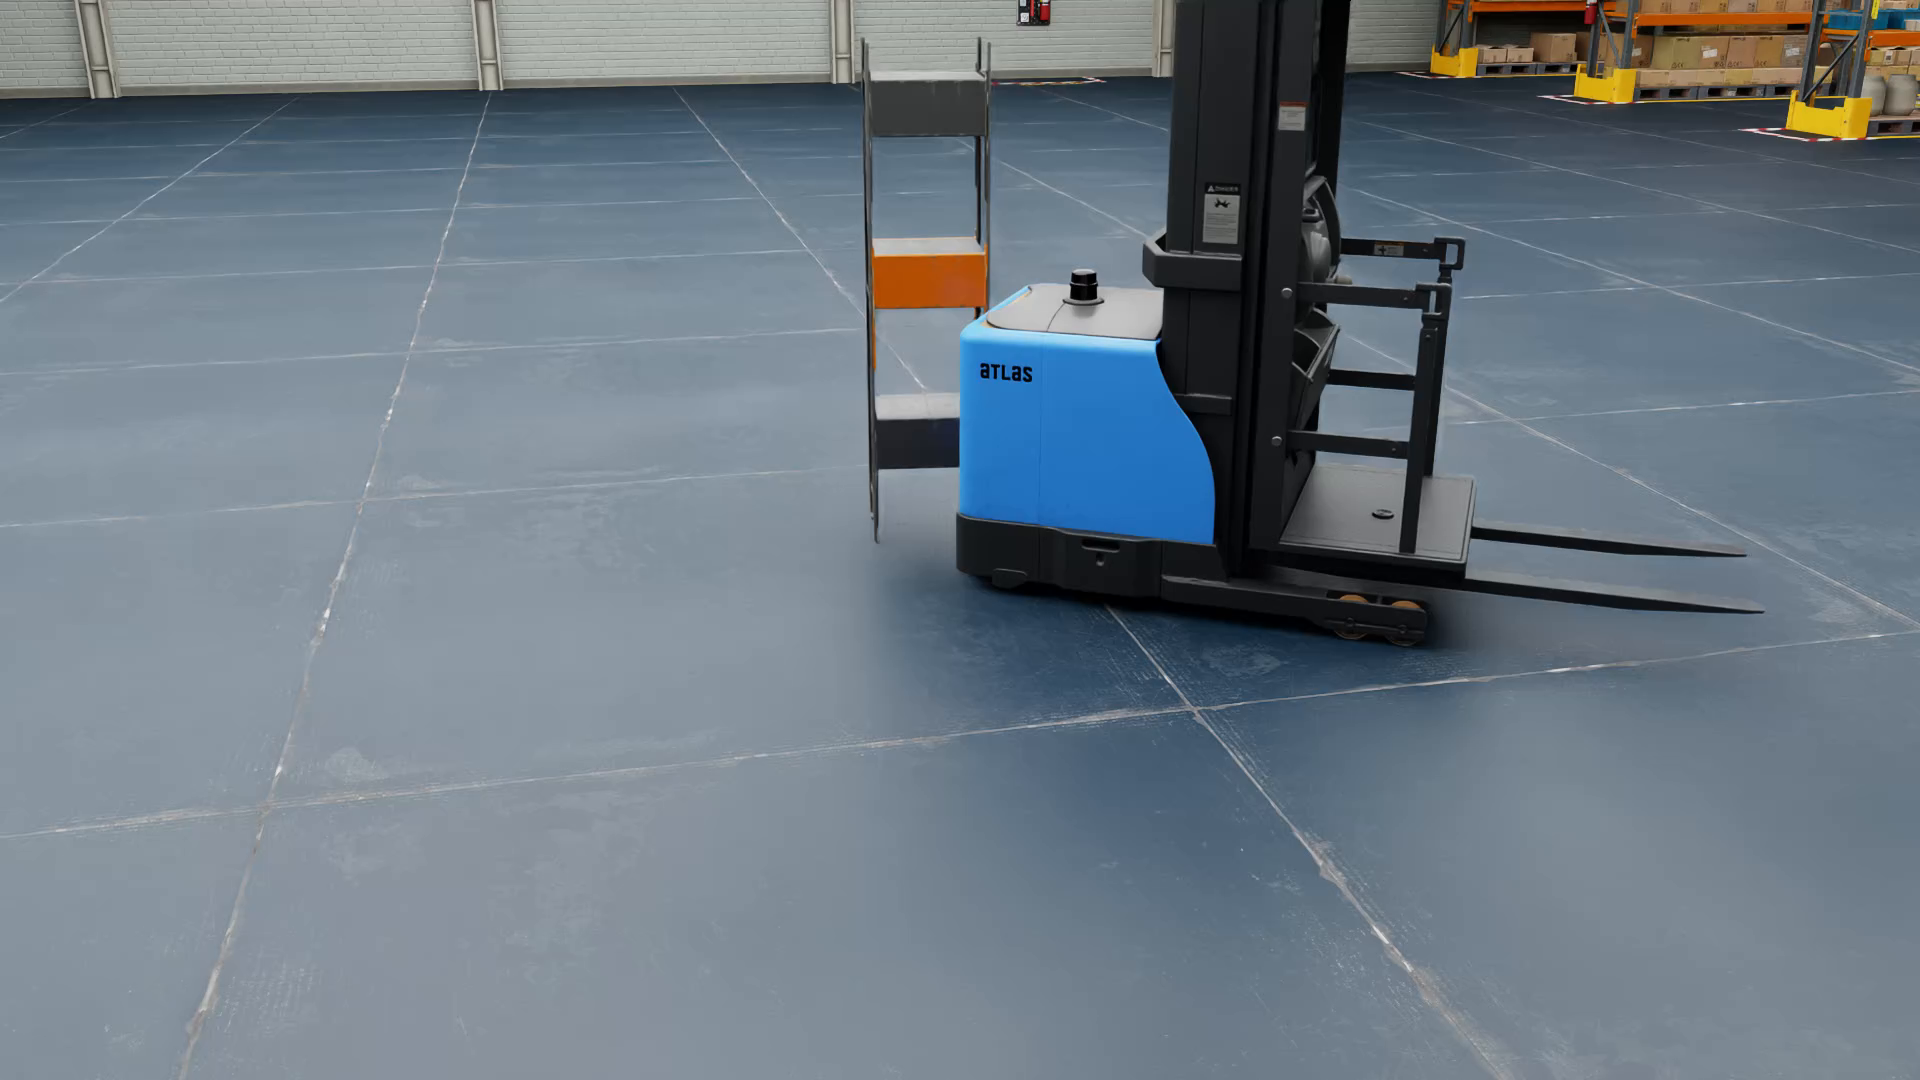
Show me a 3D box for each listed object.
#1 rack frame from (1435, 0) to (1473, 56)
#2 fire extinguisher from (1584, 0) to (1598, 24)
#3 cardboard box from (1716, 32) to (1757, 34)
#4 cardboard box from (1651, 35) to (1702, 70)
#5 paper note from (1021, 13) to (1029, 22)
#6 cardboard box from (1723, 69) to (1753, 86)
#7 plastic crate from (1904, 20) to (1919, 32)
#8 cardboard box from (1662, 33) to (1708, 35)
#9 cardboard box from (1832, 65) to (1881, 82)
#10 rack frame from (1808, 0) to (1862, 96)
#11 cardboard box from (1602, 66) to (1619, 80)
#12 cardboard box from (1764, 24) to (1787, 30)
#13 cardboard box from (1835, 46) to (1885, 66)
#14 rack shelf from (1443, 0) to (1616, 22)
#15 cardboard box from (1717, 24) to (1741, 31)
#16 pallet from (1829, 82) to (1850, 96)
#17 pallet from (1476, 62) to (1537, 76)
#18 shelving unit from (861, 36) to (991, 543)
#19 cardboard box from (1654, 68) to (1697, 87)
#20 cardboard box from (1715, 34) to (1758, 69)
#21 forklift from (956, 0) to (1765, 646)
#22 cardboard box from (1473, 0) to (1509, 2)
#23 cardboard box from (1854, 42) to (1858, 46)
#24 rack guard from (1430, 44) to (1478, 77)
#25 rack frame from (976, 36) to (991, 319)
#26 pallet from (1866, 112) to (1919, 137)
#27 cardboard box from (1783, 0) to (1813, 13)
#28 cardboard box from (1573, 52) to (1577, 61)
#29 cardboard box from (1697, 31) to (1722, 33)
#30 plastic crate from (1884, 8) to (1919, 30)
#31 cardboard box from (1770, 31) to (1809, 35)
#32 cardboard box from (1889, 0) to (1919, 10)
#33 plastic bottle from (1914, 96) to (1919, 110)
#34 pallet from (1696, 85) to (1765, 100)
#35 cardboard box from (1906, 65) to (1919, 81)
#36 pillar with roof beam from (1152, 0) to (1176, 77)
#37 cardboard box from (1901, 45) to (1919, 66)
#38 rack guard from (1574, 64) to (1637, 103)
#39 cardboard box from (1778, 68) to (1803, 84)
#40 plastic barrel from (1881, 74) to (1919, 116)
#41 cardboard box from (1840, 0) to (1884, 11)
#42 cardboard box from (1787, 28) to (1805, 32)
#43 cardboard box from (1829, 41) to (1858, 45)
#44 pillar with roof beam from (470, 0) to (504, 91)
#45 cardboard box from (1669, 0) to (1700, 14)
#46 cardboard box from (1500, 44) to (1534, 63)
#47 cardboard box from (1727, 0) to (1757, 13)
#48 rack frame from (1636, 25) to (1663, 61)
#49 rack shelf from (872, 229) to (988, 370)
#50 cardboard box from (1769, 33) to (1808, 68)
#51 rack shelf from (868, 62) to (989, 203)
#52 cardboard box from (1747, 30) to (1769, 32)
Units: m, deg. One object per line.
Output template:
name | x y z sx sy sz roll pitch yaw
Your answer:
rack frame | 9.123 -10.099 30.523 0.127 3.000 1.000 -5 21 -12
fire extinguisher | 10.044 -8.551 26.409 0.183 0.674 0.296 -5 21 -12
cardboard box | 12.662 -8.005 27.102 0.500 0.500 0.500 -5 21 -12
cardboard box | 11.325 -7.707 26.291 0.500 0.500 0.500 -5 21 -12
paper note | 1.164 -9.382 29.845 0.142 0.148 0.016 -5 21 -12
cardboard box | 12.299 -7.433 26.633 0.500 0.250 0.500 -5 21 -12
plastic crate | 12.347 -6.622 21.414 0.250 0.136 0.298 -5 21 -12
cardboard box | 11.689 -7.925 26.886 0.500 0.500 0.500 -5 21 -12
cardboard box | 14.608 -7.613 27.123 0.500 0.250 0.500 -5 21 -14
rack frame | 14.159 -8.758 26.861 0.127 3.000 1.000 -5 21 -12
cardboard box | 10.720 -7.488 26.783 0.500 0.250 0.500 -5 21 -12
cardboard box | 15.650 -10.018 32.207 0.500 0.250 0.500 -4 21 -11
cardboard box | 14.618 -7.876 27.027 0.500 0.311 0.500 -5 21 -12
rack shelf | 11.069 -9.919 31.078 4.000 0.370 1.077 -5 21 -12
cardboard box | 14.661 -9.943 32.001 0.500 0.250 0.500 -5 21 -14
pallet | 14.867 -7.520 27.536 1.213 0.211 1.003 -5 21 -12
pallet | 9.995 -8.848 31.162 1.213 0.211 1.003 -5 21 -12
shelving unit | -0.144 -1.050 7.129 0.503 2.100 0.431 -2 20 -5
cardboard box | 11.325 -7.356 26.421 0.500 0.250 0.500 -5 21 -12
cardboard box | 12.299 -7.785 26.503 0.500 0.500 0.500 -5 21 -12
forklift | 1.559 -1.184 6.286 3.031 2.935 1.130 7 21 17
cardboard box | 9.670 -9.970 30.360 0.500 0.250 0.500 -5 21 -14
cardboard box | 14.992 -8.098 27.633 0.500 0.311 0.500 -4 21 -11
rack guard | 9.196 -8.931 30.969 0.348 0.500 1.175 -5 21 -12
rack frame | 0.099 -1.058 7.151 0.015 2.100 0.400 -2 20 -5
pallet | 12.257 -5.558 22.179 1.213 0.211 1.003 -5 21 -12
cardboard box | 13.217 -8.723 26.622 0.500 0.500 0.700 -5 21 -13
cardboard box | 11.454 -9.164 31.474 0.250 0.149 0.380 -6 21 -17
cardboard box | 14.219 -9.570 32.073 0.500 0.500 0.700 -5 21 -14
plastic crate | 12.454 -6.902 22.012 0.408 0.251 0.499 -5 21 -12
cardboard box | 13.635 -8.084 27.319 0.500 0.500 0.500 -5 21 -12
cardboard box | 15.423 -8.902 27.109 0.500 0.500 0.500 -3 20 -9
plastic bottle | 13.089 -5.967 22.673 0.097 0.201 0.097 0 20 0
pallet | 12.186 -7.302 26.940 1.213 0.211 1.003 -5 21 -12
cardboard box | 15.609 -7.695 27.346 0.500 0.250 0.500 -5 21 -14
pillar with roof beam | 4.756 -11.345 25.202 0.400 9.000 9.100 -5 21 -12
cardboard box | 15.610 -7.956 27.243 0.500 0.311 0.500 -5 21 -14
rack guard | 10.243 -7.265 26.422 0.348 0.500 1.175 -5 21 -12
cardboard box | 13.269 -7.518 26.863 0.500 0.250 0.500 -5 21 -12
plastic barrel | 12.513 -5.929 22.146 0.421 0.512 0.421 0 20 0
cardboard box | 14.628 -8.741 27.033 0.500 0.250 0.500 -3 20 -9
cardboard box | 16.219 -9.690 32.402 0.500 0.500 0.700 -4 21 -12
cardboard box | 17.654 -9.934 32.588 0.750 0.750 0.750 -5 21 -13
pillar with roof beam | -6.922 -10.395 22.609 0.400 9.000 9.100 -5 21 -12
cardboard box | 11.233 -8.564 26.187 0.500 0.500 0.700 -4 21 -11
cardboard box | 10.371 -9.113 31.100 0.500 0.311 0.500 -3 20 -8
cardboard box | 12.229 -8.644 26.406 0.500 0.500 0.700 -4 21 -11
rack frame | 13.015 -10.415 31.387 0.127 3.000 1.000 -5 21 -12
rack shelf | -0.144 -1.038 7.134 0.480 0.518 0.431 -2 20 -5
cardboard box | 13.268 -7.870 26.735 0.500 0.500 0.500 -5 21 -12
rack shelf | -0.144 -1.695 6.893 0.480 0.518 0.431 -2 20 -5
cardboard box | 15.214 -9.640 32.264 0.500 0.500 0.700 -5 21 -13
